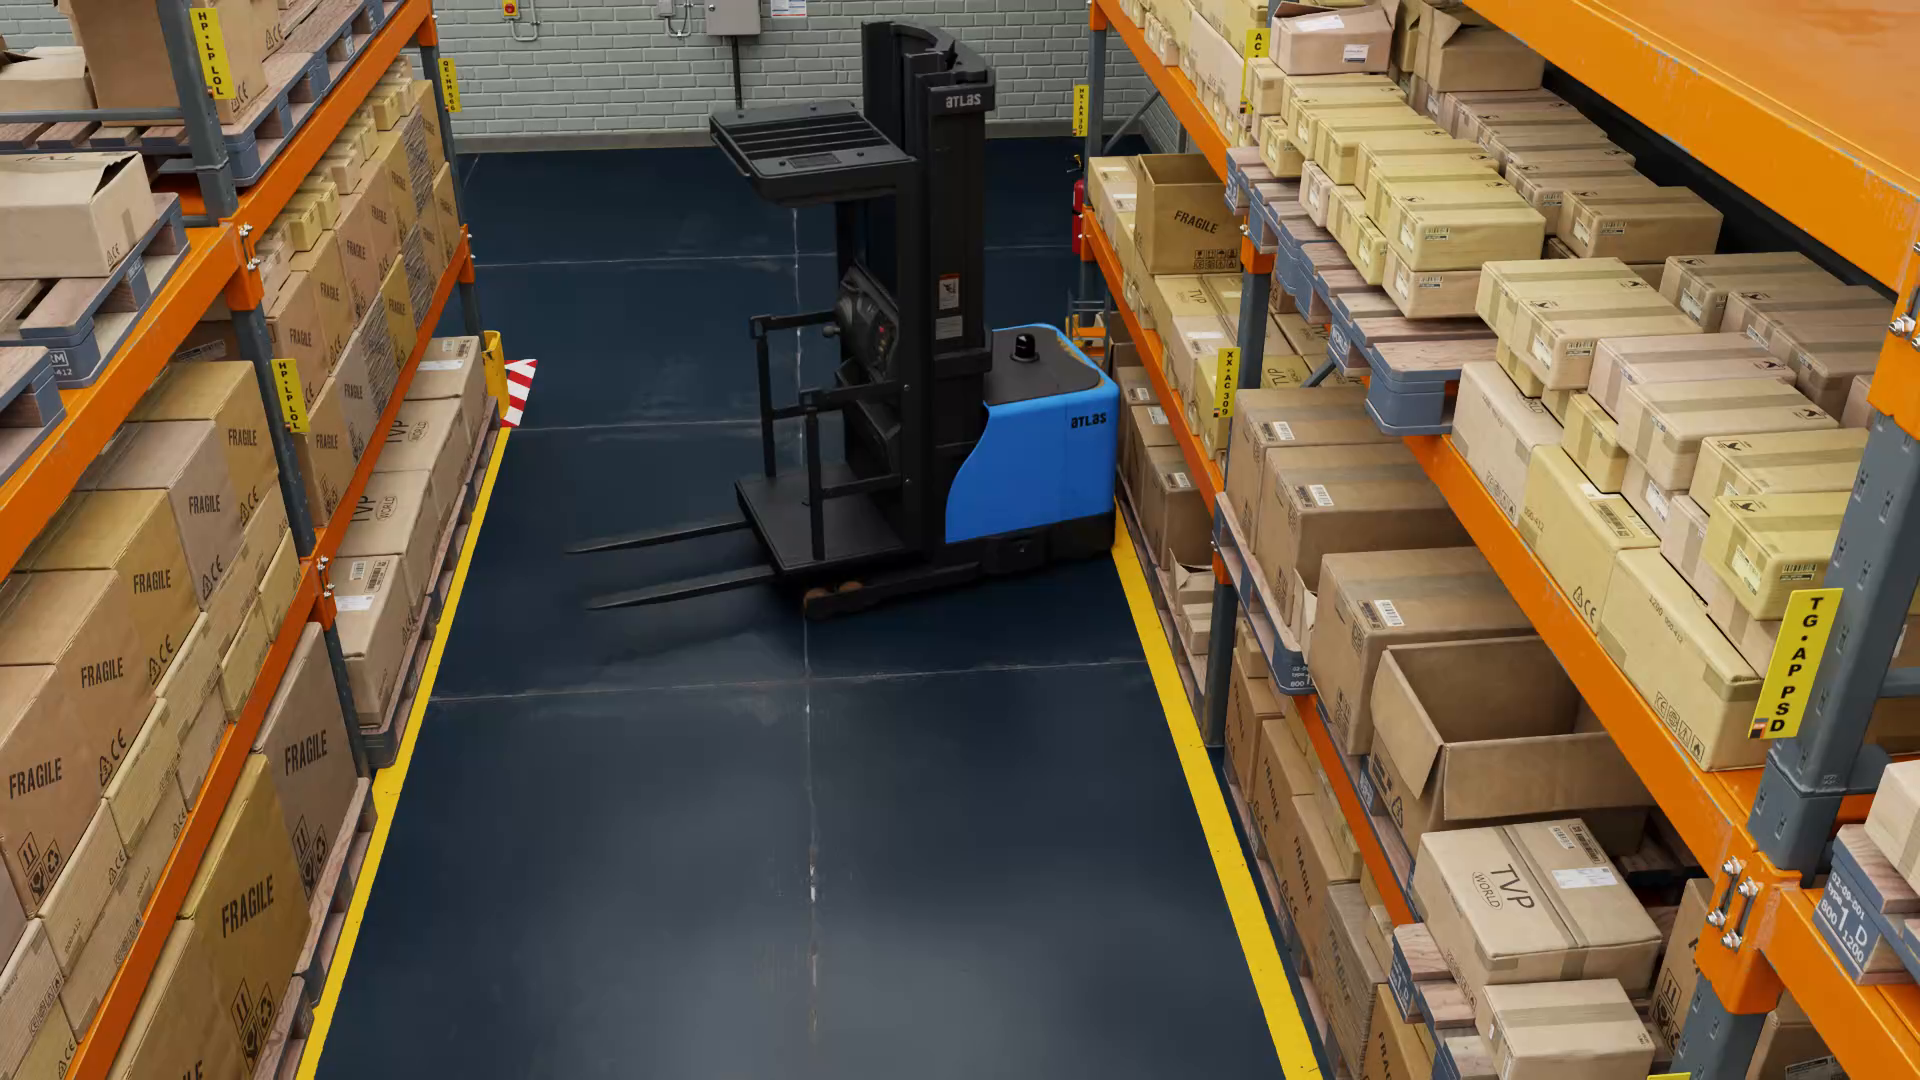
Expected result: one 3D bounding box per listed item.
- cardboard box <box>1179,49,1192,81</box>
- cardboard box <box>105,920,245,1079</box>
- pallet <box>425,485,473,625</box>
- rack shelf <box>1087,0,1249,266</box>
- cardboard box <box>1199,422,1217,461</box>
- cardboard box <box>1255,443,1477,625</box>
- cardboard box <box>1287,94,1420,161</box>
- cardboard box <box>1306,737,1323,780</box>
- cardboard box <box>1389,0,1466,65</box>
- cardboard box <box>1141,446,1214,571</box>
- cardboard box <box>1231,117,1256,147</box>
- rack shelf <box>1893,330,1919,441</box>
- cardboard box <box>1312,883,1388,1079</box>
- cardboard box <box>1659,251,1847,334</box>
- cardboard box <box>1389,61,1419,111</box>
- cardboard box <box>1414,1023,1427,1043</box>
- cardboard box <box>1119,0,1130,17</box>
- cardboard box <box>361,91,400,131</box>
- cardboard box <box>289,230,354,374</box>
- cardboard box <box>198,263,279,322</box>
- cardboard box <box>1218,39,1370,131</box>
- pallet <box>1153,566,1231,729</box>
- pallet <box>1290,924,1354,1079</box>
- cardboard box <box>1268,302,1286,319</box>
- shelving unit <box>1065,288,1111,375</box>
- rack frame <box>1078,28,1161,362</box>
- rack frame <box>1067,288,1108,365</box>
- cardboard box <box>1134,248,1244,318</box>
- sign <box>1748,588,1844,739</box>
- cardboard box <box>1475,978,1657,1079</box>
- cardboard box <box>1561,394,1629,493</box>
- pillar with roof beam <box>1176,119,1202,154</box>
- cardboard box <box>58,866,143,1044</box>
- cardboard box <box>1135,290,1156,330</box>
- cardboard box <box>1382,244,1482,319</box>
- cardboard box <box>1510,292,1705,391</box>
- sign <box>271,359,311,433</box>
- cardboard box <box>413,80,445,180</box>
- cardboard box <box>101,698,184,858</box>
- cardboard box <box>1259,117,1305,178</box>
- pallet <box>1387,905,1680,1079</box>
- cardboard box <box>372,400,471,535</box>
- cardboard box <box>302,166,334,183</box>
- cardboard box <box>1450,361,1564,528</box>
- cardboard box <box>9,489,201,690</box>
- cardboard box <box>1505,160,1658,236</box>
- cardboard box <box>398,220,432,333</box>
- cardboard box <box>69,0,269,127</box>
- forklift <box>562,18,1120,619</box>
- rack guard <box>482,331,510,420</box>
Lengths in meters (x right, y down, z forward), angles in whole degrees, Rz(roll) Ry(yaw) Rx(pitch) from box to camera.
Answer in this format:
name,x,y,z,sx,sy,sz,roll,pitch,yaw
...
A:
name,x,y,z,sx,sy,sz,roll,pitch,yaw
cardboard box,1.275,-2.334,8.052,0.380,0.149,0.250,-2,31,-4
cardboard box,-2.947,1.872,5.354,0.875,0.875,0.875,-2,31,-4
pallet,-3.370,0.091,9.392,1.003,0.211,1.213,-3,31,-5
rack shelf,1.495,-2.330,8.502,1.077,0.370,4.000,-3,31,-5
cardboard box,1.355,-0.505,7.915,0.380,0.149,0.250,-2,31,-3
cardboard box,1.553,-0.031,6.370,0.700,0.500,0.500,-2,31,-4
cardboard box,1.351,-1.423,5.730,0.380,0.149,0.250,-3,31,-6
cardboard box,1.628,0.888,6.734,0.380,0.149,0.250,-3,31,-5
cardboard box,1.919,-2.162,6.888,0.500,0.250,0.500,-3,31,-5
cardboard box,1.410,-0.194,9.178,0.700,0.500,0.500,-4,31,-6
cardboard box,1.355,-1.679,6.956,0.380,0.149,0.250,-3,31,-5
rack shelf,2.243,0.638,0.997,1.077,0.370,4.000,-3,31,-5
cardboard box,1.648,1.612,6.154,0.500,0.500,0.500,-4,31,-6
cardboard box,2.119,-0.655,4.464,0.380,0.149,0.250,-3,31,-5
cardboard box,1.827,-1.713,6.216,0.380,0.149,0.250,-3,31,-5
cardboard box,1.717,1.548,5.629,0.380,0.149,0.250,-3,31,-5
cardboard box,1.085,-2.982,9.136,0.380,0.149,0.250,-2,31,-3
cardboard box,-3.262,-2.323,9.008,0.380,0.149,0.250,-2,31,-3
cardboard box,-3.104,-1.075,7.552,0.500,0.500,0.500,-3,31,-5
cardboard box,-3.030,-1.014,6.818,0.380,0.149,0.250,-3,31,-5
cardboard box,1.388,-1.915,6.962,0.500,0.250,0.500,-3,31,-4
pallet,1.619,0.517,8.679,1.003,0.211,1.213,-3,31,-5
pallet,1.913,1.905,6.355,1.003,0.211,1.213,-3,31,-5
cardboard box,1.805,-1.178,8.654,0.500,0.250,0.500,-2,31,-4
shelving unit,0.767,-0.920,10.105,0.258,1.200,0.189,0,23,0
rack frame,1.309,-2.372,10.796,1.000,3.000,0.127,-3,31,-5
rack frame,0.767,-0.956,10.189,0.240,1.200,0.006,0,23,0
cardboard box,1.250,-1.415,9.050,0.500,0.250,0.500,-4,31,-6
sign,1.516,0.228,3.015,0.100,0.325,0.005,-3,31,-5
cardboard box,1.613,1.323,4.446,0.380,0.149,0.250,-2,31,-4
cardboard box,1.713,-0.245,4.068,0.380,0.149,0.250,-3,31,-5
pillar with roof beam,-2.332,-6.161,11.289,9.100,9.000,0.400,-3,31,-5
cardboard box,-2.790,1.225,4.920,0.500,0.250,0.500,-2,31,-3
cardboard box,1.182,-1.290,9.229,0.380,0.149,0.250,-2,31,-3
cardboard box,1.483,-0.778,4.940,0.380,0.149,0.250,-2,31,-3
cardboard box,1.634,-0.505,4.213,0.380,0.149,0.250,-3,31,-6
sign,-2.720,-0.584,6.751,0.100,0.325,0.005,-3,31,-5
cardboard box,-3.351,-2.370,9.720,0.500,0.500,0.500,-2,31,-3
cardboard box,-2.803,0.753,5.223,0.500,0.250,0.500,-2,31,-4
cardboard box,1.304,-1.428,6.028,0.380,0.149,0.250,-2,31,-4
pallet,1.923,1.452,4.581,1.213,0.211,1.003,-3,31,-5
cardboard box,-3.378,-0.414,9.606,0.875,0.438,0.875,-2,31,-3
cardboard box,-3.200,-1.664,7.906,0.380,0.149,0.250,-3,31,-5
cardboard box,1.672,-0.274,4.504,0.500,0.250,0.500,-3,31,-5
cardboard box,-2.884,0.177,5.455,0.500,0.500,0.500,-2,31,-3
cardboard box,1.896,-1.051,5.107,0.380,0.149,0.250,-3,31,-4
cardboard box,-3.235,-1.423,9.109,0.500,0.500,0.500,-2,31,-3
cardboard box,-3.105,-1.954,6.567,0.500,0.500,0.500,-2,31,-4
forklift,-0.680,-1.135,8.793,3.031,2.935,1.130,-11,33,-18
rack guard,-3.635,-1.071,11.056,1.175,0.500,0.348,-3,31,-5
